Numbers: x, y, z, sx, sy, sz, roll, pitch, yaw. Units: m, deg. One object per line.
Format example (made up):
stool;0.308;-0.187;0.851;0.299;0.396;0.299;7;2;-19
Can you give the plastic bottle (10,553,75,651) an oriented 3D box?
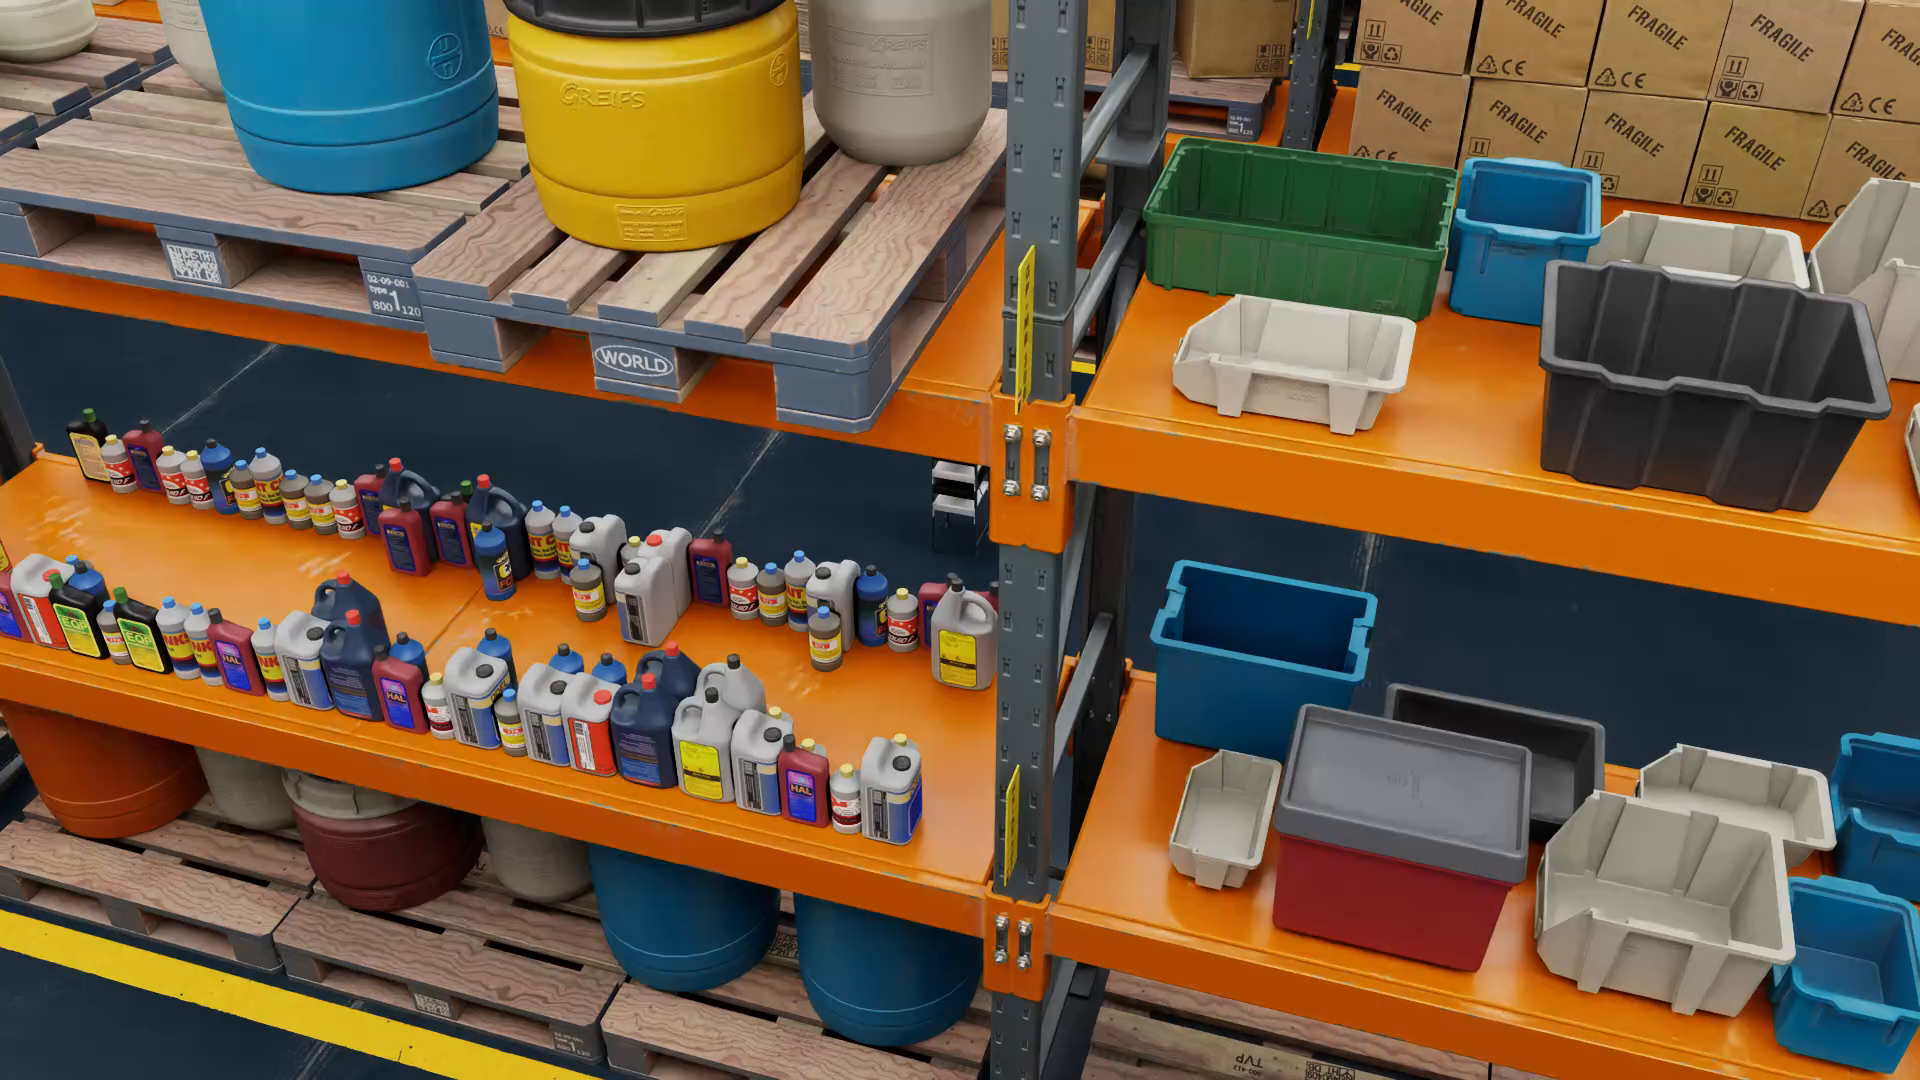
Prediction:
plastic bottle;-2.768;0.180;5.079;0.135;0.276;0.152;10;38;14

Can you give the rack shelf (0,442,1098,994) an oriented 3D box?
rack shelf;-1.617;0.433;5.239;4.000;0.370;1.077;10;38;14

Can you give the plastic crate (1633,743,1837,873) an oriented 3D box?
plastic crate;2.044;0.716;4.418;0.466;0.136;0.293;10;38;14

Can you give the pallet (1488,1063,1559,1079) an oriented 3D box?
pallet;2.174;1.942;4.933;1.213;0.211;1.003;10;38;14

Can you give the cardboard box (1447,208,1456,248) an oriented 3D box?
cardboard box;2.401;-1.536;9.044;0.500;0.500;0.500;10;38;14

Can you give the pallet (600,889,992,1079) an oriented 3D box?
pallet;-0.432;1.459;5.589;1.213;0.211;1.003;10;38;14

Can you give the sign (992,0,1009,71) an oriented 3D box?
sign;0.068;-2.792;8.575;0.661;0.500;0.804;10;38;14

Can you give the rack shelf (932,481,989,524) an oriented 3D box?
rack shelf;0.008;-0.189;7.608;0.200;0.077;0.258;10;38;14

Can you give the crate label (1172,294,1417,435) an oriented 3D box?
crate label;0.673;-0.356;3.395;0.466;0.136;0.293;10;38;14

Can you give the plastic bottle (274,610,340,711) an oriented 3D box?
plastic bottle;-1.886;0.344;4.857;0.135;0.276;0.152;10;38;14

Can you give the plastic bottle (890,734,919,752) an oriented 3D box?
plastic bottle;-0.161;0.616;4.551;0.097;0.201;0.097;0;36;0

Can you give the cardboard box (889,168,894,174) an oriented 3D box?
cardboard box;-0.589;-2.059;9.755;0.500;0.500;0.500;9;37;12

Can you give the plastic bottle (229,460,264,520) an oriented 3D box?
plastic bottle;-2.409;-0.177;5.628;0.097;0.201;0.097;0;36;0

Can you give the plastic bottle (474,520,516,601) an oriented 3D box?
plastic bottle;-1.473;0.057;5.250;0.098;0.271;0.098;0;36;0

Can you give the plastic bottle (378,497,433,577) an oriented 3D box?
plastic bottle;-1.788;-0.017;5.341;0.133;0.283;0.061;10;38;14

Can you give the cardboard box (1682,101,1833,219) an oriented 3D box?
cardboard box;3.630;-1.834;7.627;0.500;0.500;0.500;10;38;13

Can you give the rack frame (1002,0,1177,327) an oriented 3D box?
rack frame;0.292;-1.920;2.767;0.127;3.000;1.000;10;38;14

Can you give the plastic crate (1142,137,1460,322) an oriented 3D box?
plastic crate;0.786;-0.723;3.849;0.662;0.188;0.450;10;38;14

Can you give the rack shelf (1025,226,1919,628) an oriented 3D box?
rack shelf;2.201;-0.069;3.389;4.000;0.370;1.077;10;38;14

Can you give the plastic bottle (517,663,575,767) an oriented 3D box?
plastic bottle;-1.139;0.482;4.669;0.135;0.276;0.152;10;38;14

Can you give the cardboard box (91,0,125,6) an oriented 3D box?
cardboard box;-5.079;-3.346;9.978;0.250;0.149;0.380;10;38;14

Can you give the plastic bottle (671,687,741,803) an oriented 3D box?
plastic bottle;-0.683;0.539;4.529;0.185;0.351;0.144;10;38;14

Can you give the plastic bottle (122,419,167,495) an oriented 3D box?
plastic bottle;-2.793;-0.293;5.716;0.133;0.283;0.061;10;38;14

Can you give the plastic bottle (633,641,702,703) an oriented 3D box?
plastic bottle;-0.817;0.425;4.684;0.185;0.351;0.144;10;38;14

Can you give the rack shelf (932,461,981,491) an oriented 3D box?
rack shelf;0.008;-0.334;7.501;0.200;0.077;0.258;10;38;14

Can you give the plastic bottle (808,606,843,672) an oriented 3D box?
plastic bottle;-0.405;0.288;4.996;0.097;0.201;0.097;0;36;0

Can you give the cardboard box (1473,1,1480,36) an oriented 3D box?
cardboard box;2.332;-2.806;8.104;0.500;0.500;0.500;11;38;14

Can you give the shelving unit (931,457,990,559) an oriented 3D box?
shelving unit;0.008;-0.361;7.481;0.210;0.900;0.258;10;38;14

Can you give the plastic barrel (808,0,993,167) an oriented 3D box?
plastic barrel;-0.136;-1.170;3.810;0.433;0.535;0.433;0;36;0

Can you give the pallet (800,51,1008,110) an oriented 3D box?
pallet;-0.188;-2.594;8.906;1.213;0.211;1.003;10;38;14

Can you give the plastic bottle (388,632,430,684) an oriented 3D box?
plastic bottle;-1.589;0.380;4.812;0.097;0.271;0.097;0;36;0

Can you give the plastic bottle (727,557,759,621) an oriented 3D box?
plastic bottle;-0.674;0.144;5.192;0.097;0.201;0.097;0;36;0

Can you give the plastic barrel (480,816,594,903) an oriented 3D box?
plastic barrel;-1.411;0.948;5.676;0.421;0.512;0.421;0;36;0

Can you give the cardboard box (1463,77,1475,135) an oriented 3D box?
cardboard box;2.819;-2.312;8.277;0.500;0.500;0.500;12;38;15

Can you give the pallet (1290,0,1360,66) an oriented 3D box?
pallet;2.487;-4.080;13.115;1.213;0.211;1.003;10;38;14

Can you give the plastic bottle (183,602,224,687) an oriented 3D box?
plastic bottle;-2.225;0.300;4.921;0.097;0.271;0.097;0;36;0

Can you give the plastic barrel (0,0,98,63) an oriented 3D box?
plastic barrel;-2.459;-1.426;4.388;0.301;0.262;0.301;0;36;0

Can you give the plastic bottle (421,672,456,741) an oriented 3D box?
plastic bottle;-1.479;0.466;4.754;0.097;0.201;0.097;0;36;0

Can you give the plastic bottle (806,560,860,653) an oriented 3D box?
plastic bottle;-0.386;0.184;5.074;0.135;0.276;0.152;10;38;14

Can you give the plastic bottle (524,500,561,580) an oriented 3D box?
plastic bottle;-1.337;-0.007;5.338;0.097;0.271;0.097;0;36;0

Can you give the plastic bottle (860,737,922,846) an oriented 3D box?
plastic bottle;-0.181;0.660;4.428;0.135;0.276;0.152;10;38;14

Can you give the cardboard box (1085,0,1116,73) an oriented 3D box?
cardboard box;0.712;-2.811;8.600;0.500;0.500;0.700;16;39;21

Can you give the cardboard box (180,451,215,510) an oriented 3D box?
cardboard box;-3.566;-1.517;8.368;3.820;1.291;5.055;11;38;15
